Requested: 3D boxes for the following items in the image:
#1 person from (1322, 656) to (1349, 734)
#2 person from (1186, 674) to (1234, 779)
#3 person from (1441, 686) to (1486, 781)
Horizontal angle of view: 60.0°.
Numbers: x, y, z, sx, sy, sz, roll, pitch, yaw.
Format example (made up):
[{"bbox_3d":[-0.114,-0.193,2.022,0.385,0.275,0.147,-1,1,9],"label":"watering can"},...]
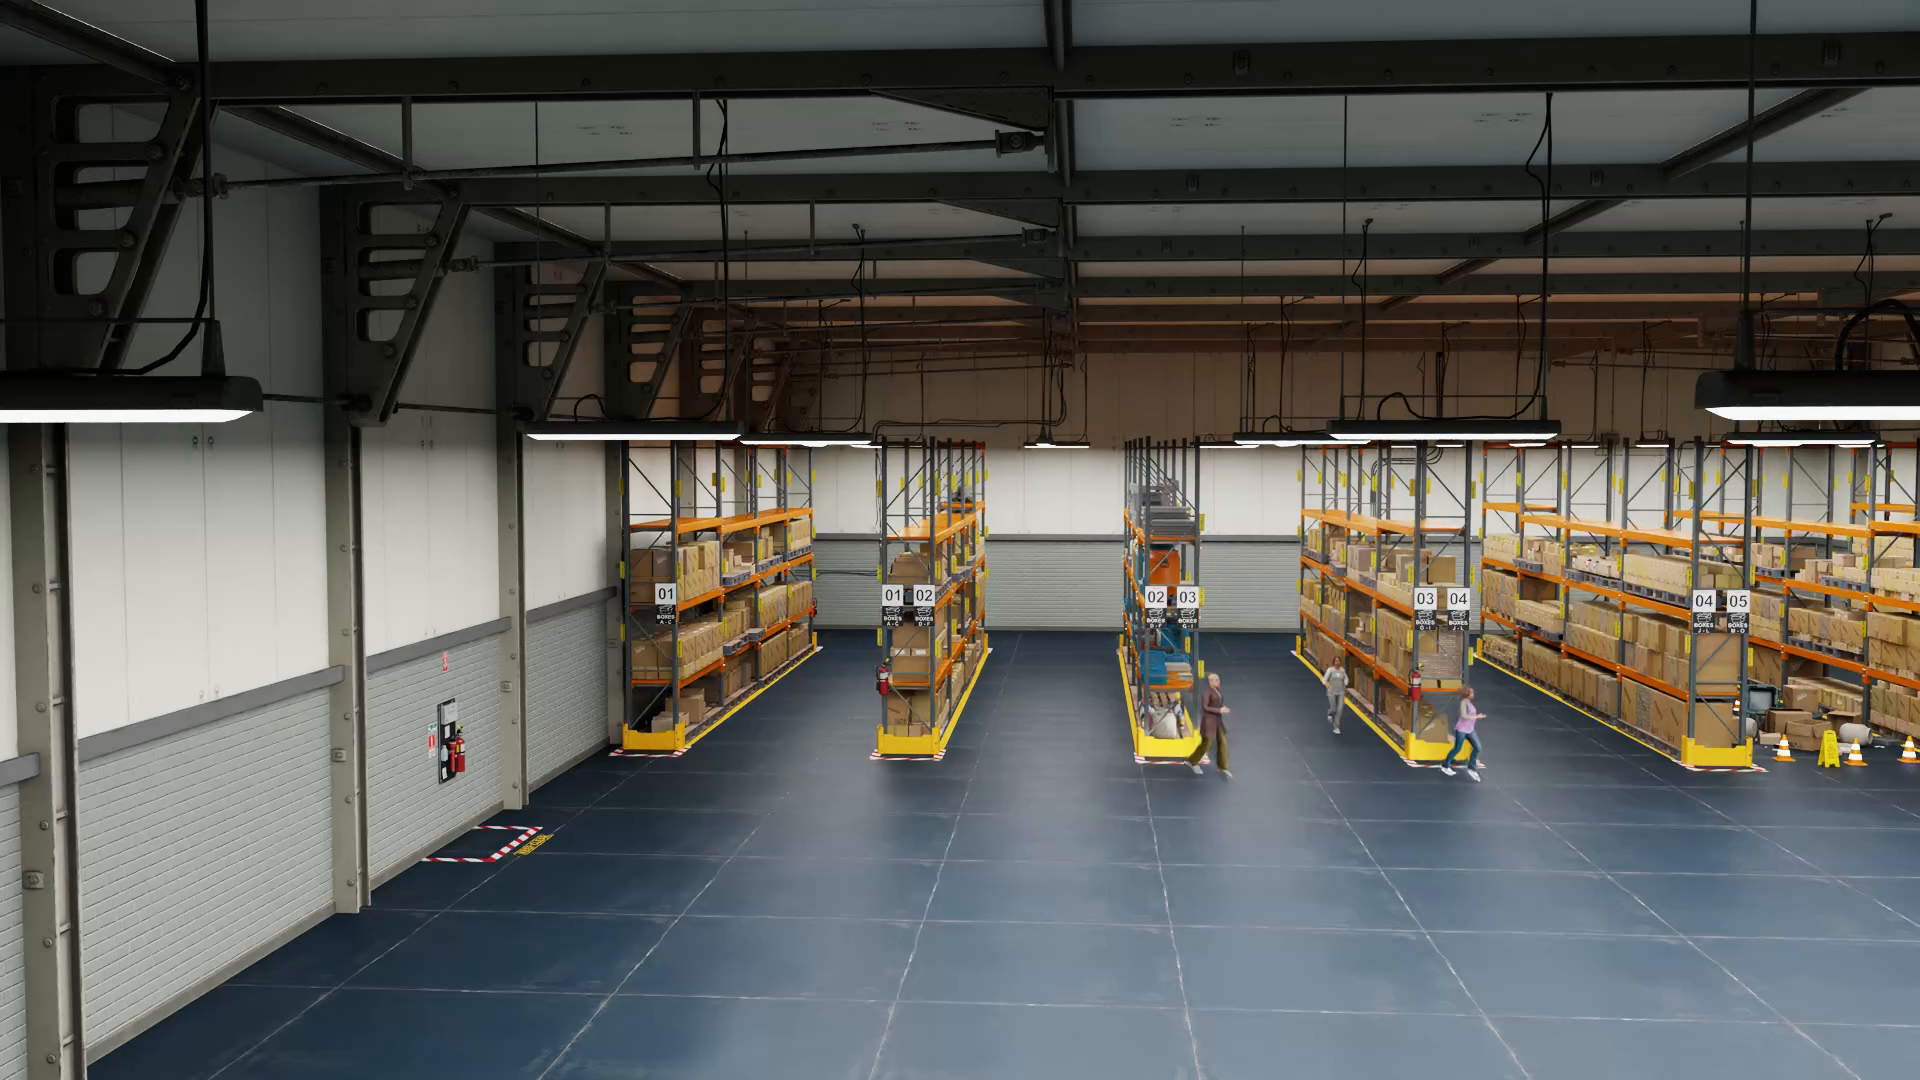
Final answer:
[{"bbox_3d":[7.653,3.130,33.815,0.554,1.552,0.638,0,3,-4],"label":"person"},{"bbox_3d":[4.414,3.267,29.268,0.889,1.841,0.735,2,4,37],"label":"person"},{"bbox_3d":[8.814,3.364,29.000,0.764,1.635,0.525,3,4,43],"label":"person"}]
